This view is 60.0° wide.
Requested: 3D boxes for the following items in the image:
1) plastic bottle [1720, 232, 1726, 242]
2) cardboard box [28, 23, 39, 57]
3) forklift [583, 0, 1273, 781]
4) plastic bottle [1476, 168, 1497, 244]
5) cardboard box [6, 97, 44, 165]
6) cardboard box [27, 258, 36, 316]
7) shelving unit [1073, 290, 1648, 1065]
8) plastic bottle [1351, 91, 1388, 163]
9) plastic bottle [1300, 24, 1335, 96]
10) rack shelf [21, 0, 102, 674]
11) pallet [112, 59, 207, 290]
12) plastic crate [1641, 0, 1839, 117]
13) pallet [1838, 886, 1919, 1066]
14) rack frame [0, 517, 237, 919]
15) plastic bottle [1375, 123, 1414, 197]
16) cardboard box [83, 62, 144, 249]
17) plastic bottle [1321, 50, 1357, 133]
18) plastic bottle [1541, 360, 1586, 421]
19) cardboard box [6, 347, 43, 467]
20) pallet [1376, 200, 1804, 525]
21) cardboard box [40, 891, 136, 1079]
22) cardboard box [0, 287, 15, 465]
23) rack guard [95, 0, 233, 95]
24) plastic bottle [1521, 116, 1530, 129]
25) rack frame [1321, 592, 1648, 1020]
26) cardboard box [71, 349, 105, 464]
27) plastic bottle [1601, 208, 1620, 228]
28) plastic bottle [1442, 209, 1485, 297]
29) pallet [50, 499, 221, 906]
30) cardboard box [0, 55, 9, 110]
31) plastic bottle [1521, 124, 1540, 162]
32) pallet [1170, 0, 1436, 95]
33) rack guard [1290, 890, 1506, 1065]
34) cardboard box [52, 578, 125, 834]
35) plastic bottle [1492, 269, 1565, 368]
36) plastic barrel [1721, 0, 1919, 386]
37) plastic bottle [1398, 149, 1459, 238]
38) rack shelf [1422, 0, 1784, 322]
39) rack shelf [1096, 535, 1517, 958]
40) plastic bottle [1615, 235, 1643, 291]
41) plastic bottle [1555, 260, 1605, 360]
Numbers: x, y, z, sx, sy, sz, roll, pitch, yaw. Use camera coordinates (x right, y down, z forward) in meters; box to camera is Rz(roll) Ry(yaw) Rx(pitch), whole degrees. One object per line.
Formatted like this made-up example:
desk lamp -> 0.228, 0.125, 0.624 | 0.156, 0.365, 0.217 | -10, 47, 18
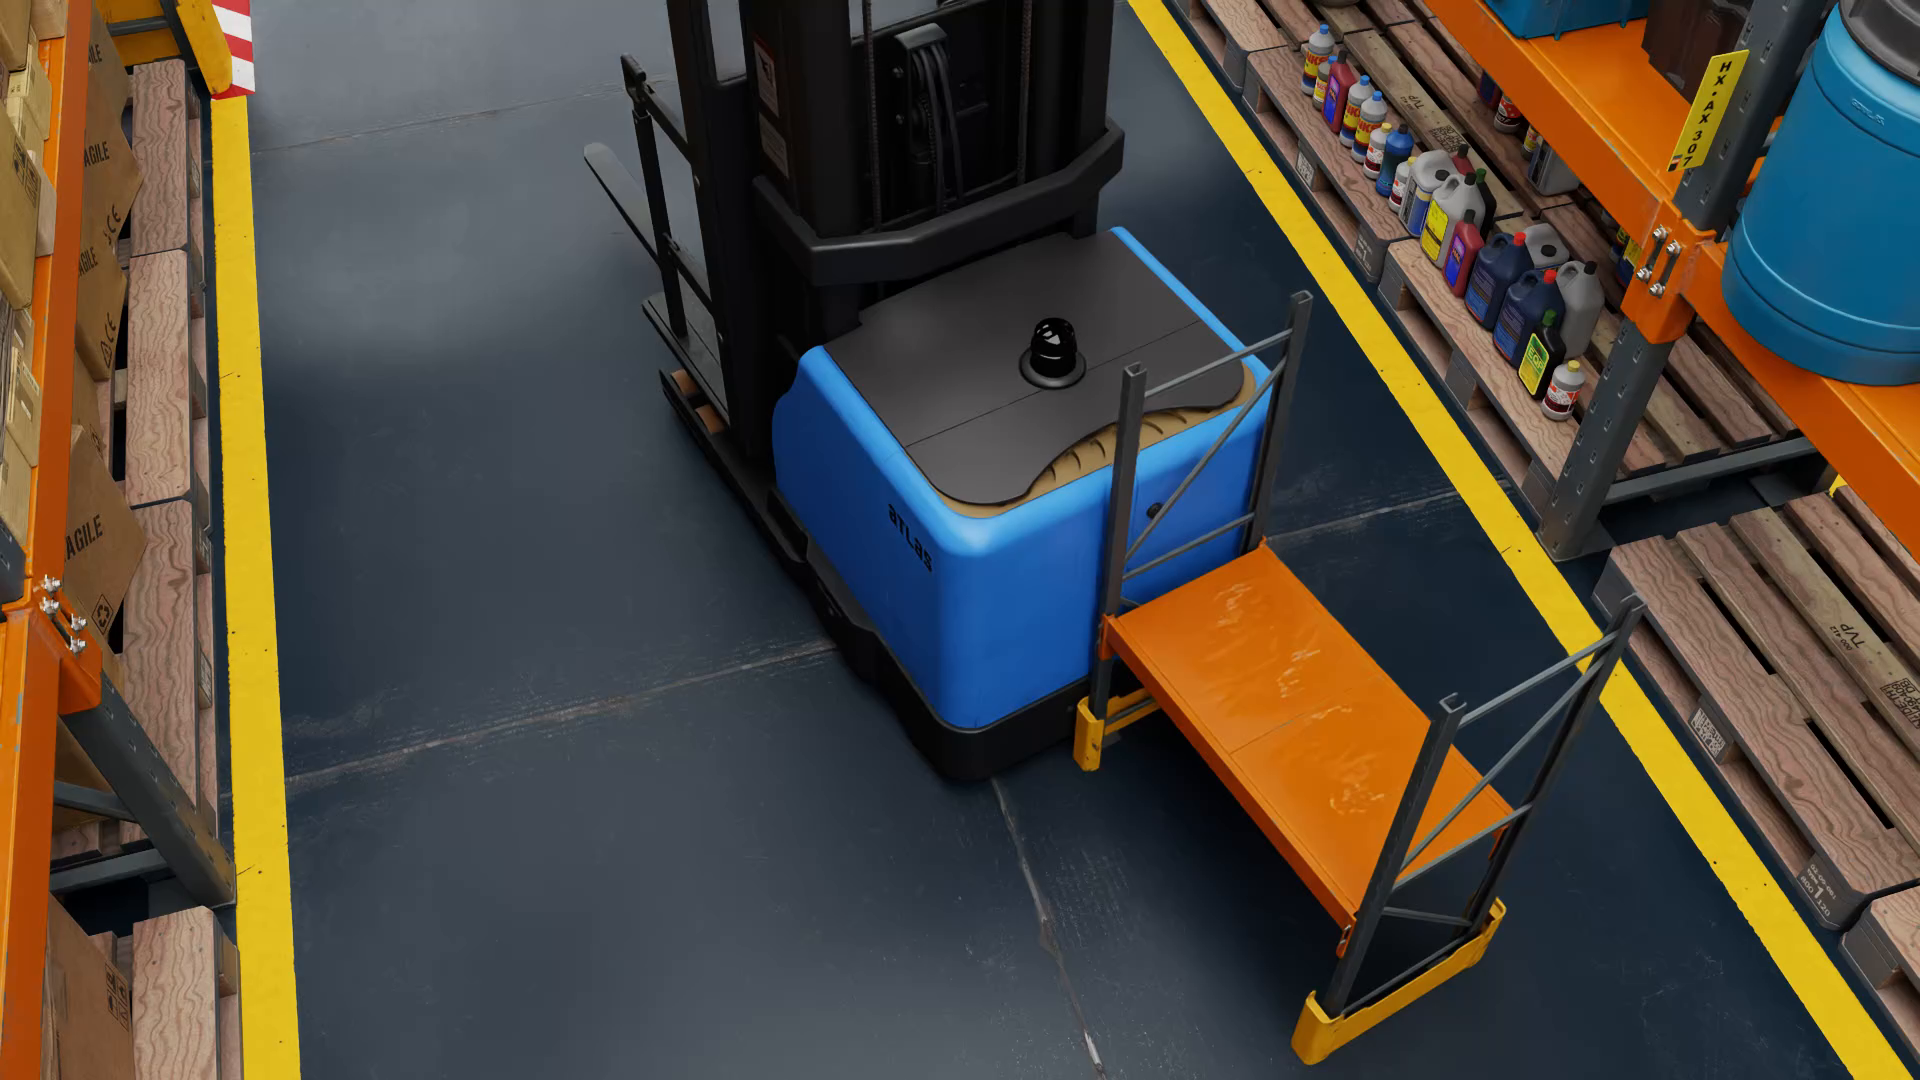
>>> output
plastic bottle -> 2.468, -1.018, 5.591 | 0.144, 0.351, 0.185 | -12, 51, -10
cardboard box -> -2.771, -1.336, 4.578 | 0.380, 0.149, 0.250 | -13, 51, -11
forklift -> -0.340, -1.401, 4.514 | 1.130, 2.935, 3.031 | -25, 54, -19
plastic bottle -> 1.783, -1.136, 5.735 | 0.061, 0.283, 0.133 | -13, 51, -11
cardboard box -> -2.590, -0.978, 4.277 | 0.380, 0.149, 0.250 | -13, 51, -11
cardboard box -> -2.442, -0.613, 3.969 | 0.380, 0.149, 0.250 | -13, 51, -11
shelving unit -> 0.841, 0.363, 3.963 | 0.587, 1.500, 1.083 | -25, 54, -19
plastic bottle -> 1.497, -1.512, 6.060 | 0.097, 0.271, 0.097 | 0, 50, 0
plastic bottle -> 1.366, -1.836, 6.332 | 0.097, 0.271, 0.097 | 0, 50, 0
rack shelf -> -3.012, -1.155, 4.733 | 1.077, 0.370, 4.000 | -13, 51, -11
pallet -> -3.375, -1.292, 6.202 | 1.003, 0.211, 1.213 | -13, 51, -11
plastic crate -> 2.277, -1.438, 4.541 | 0.767, 0.338, 0.504 | -13, 51, -11
pallet -> 2.944, 1.310, 4.008 | 1.003, 0.211, 1.213 | -13, 51, -11
rack frame -> -2.421, 0.073, 3.226 | 1.000, 3.000, 0.127 | -13, 51, -11
plastic bottle -> 1.557, -1.364, 5.935 | 0.097, 0.271, 0.097 | 0, 50, 0
cardboard box -> -3.226, -1.289, 5.735 | 0.500, 0.500, 0.500 | -2, 50, -1
plastic bottle -> 1.416, -1.670, 6.185 | 0.061, 0.283, 0.133 | -13, 51, -10
plastic bottle -> 1.906, -0.481, 5.236 | 0.097, 0.201, 0.097 | 0, 50, 0
cardboard box -> -2.259, -0.256, 3.668 | 0.380, 0.149, 0.250 | -13, 51, -11
pallet -> 2.152, -0.648, 5.658 | 1.003, 0.211, 1.213 | -13, 51, -11
cardboard box -> -2.260, 1.191, 3.632 | 0.700, 0.500, 0.500 | -17, 52, -14
cardboard box -> -2.495, -0.397, 3.363 | 0.875, 0.500, 0.500 | -13, 51, -11
rack guard -> -3.581, -1.987, 6.598 | 1.175, 0.500, 0.348 | -13, 51, -11
plastic bottle -> 2.179, -1.698, 6.213 | 0.152, 0.276, 0.135 | -15, 51, -12
rack frame -> 1.097, 0.691, 3.686 | 0.500, 1.500, 0.032 | -25, 54, -19
cardboard box -> -2.936, -0.410, 4.994 | 0.500, 0.500, 0.500 | -17, 52, -14
plastic bottle -> 2.333, -1.229, 5.821 | 0.097, 0.271, 0.097 | 0, 50, 0
plastic bottle -> 1.700, -0.968, 5.593 | 0.061, 0.283, 0.133 | -10, 51, -9
pallet -> -2.653, 0.490, 4.699 | 1.003, 0.211, 1.213 | -13, 51, -11
cardboard box -> -2.853, -1.113, 3.966 | 0.875, 0.500, 0.500 | -13, 51, -11
plastic bottle -> 2.129, -1.495, 6.091 | 0.097, 0.201, 0.097 | 0, 50, 0
pallet -> 1.430, -2.430, 7.160 | 1.003, 0.211, 1.213 | -13, 51, -11
rack guard -> 1.096, 1.093, 4.165 | 0.587, 0.250, 0.087 | -25, 54, -19
cardboard box -> -2.501, 0.443, 4.275 | 0.500, 0.500, 0.500 | -15, 51, -12
plastic bottle -> 1.845, -0.740, 5.356 | 0.144, 0.351, 0.185 | -15, 51, -12
plastic barrel -> 2.135, -0.857, 3.683 | 0.600, 0.901, 0.708 | -13, 51, -11
plastic bottle -> 1.648, -1.211, 5.803 | 0.152, 0.276, 0.135 | -12, 51, -10
rack shelf -> 1.719, -2.275, 5.677 | 1.077, 0.370, 4.000 | -13, 51, -11
rack shelf -> 0.837, 0.473, 4.105 | 0.538, 0.185, 1.000 | -25, 54, -19
plastic bottle -> 2.330, -0.985, 5.564 | 0.144, 0.351, 0.185 | -13, 51, -11
plastic bottle -> 1.982, -0.772, 5.384 | 0.144, 0.351, 0.185 | -13, 51, -11
